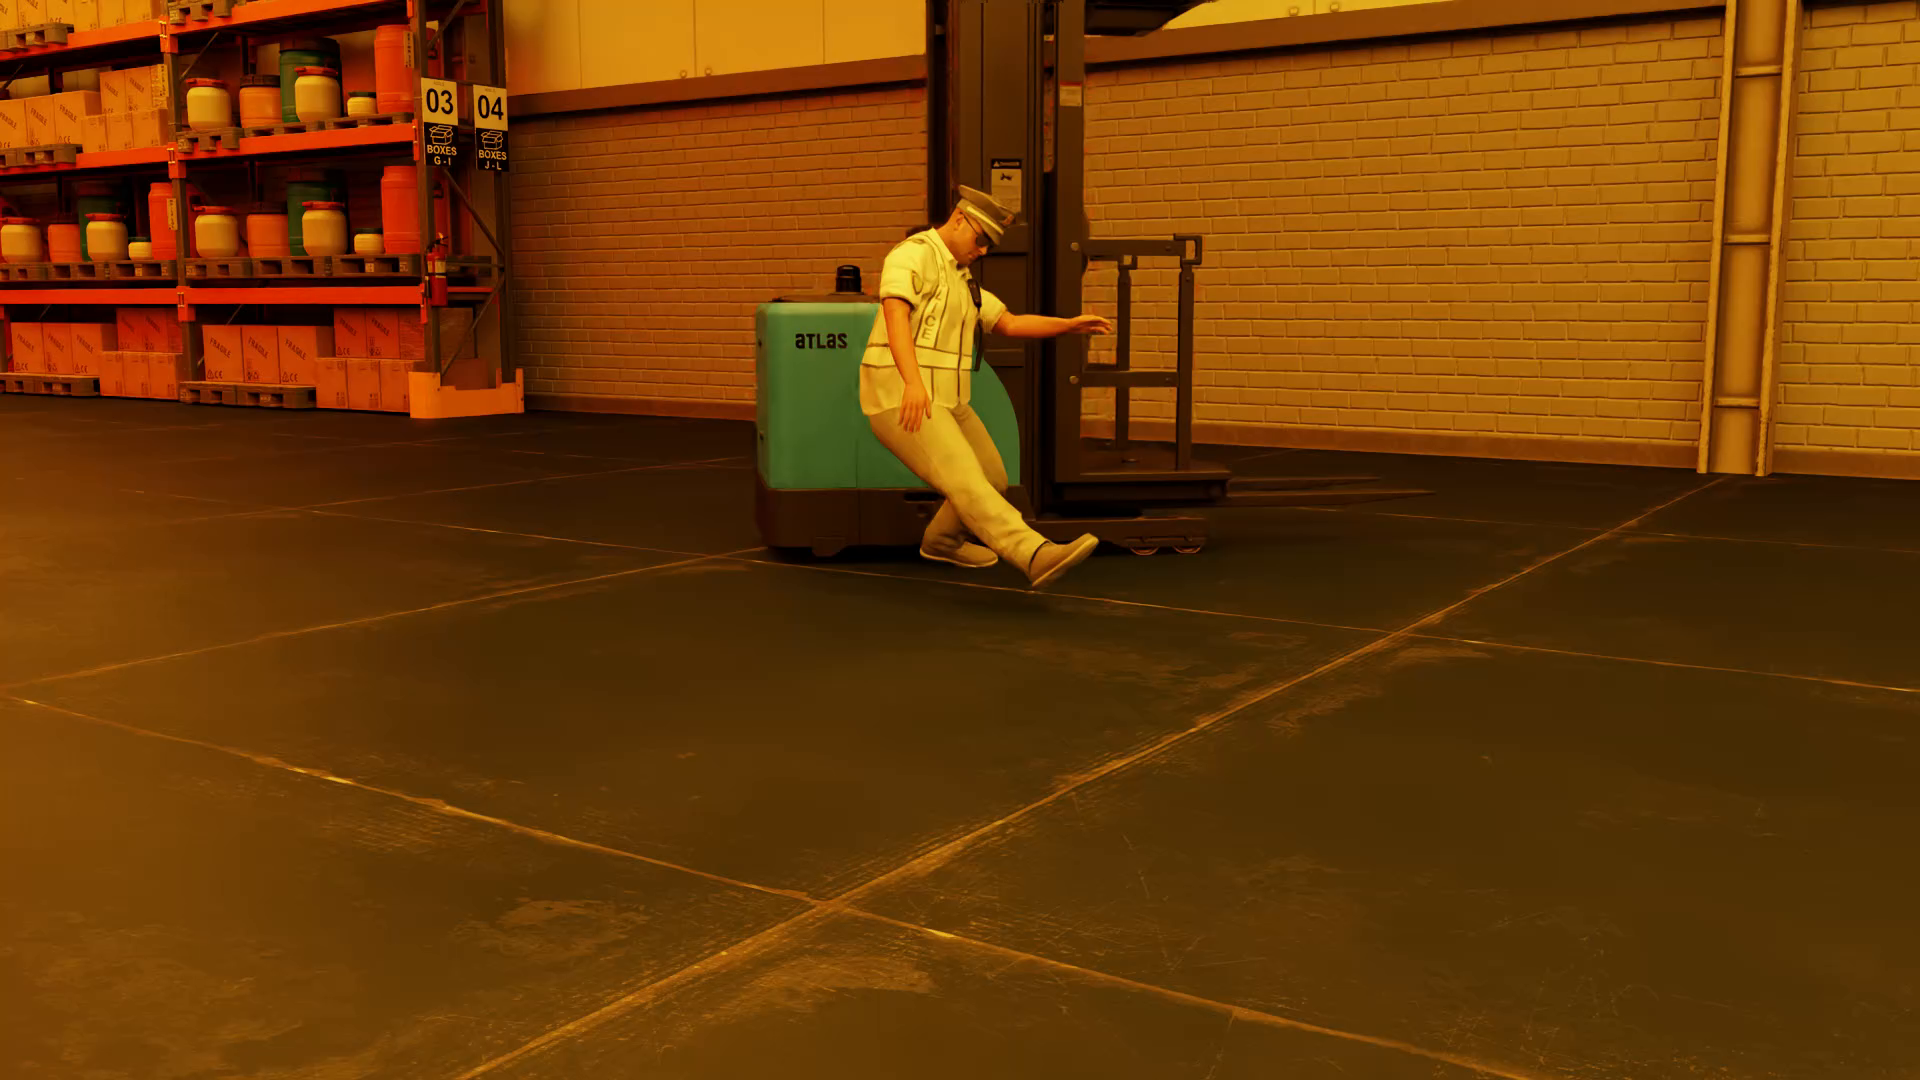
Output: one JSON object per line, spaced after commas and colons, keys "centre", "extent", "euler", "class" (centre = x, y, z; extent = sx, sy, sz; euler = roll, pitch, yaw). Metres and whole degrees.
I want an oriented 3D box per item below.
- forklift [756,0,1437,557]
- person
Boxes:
{"centre": [0.613, -1.455, 7.425], "extent": [3.031, 2.935, 1.130], "euler": [-1, 8, -10], "class": "forklift"}
{"centre": [0.161, -0.557, 6.195], "extent": [1.130, 1.514, 0.979], "euler": [5, 9, 30], "class": "person"}
